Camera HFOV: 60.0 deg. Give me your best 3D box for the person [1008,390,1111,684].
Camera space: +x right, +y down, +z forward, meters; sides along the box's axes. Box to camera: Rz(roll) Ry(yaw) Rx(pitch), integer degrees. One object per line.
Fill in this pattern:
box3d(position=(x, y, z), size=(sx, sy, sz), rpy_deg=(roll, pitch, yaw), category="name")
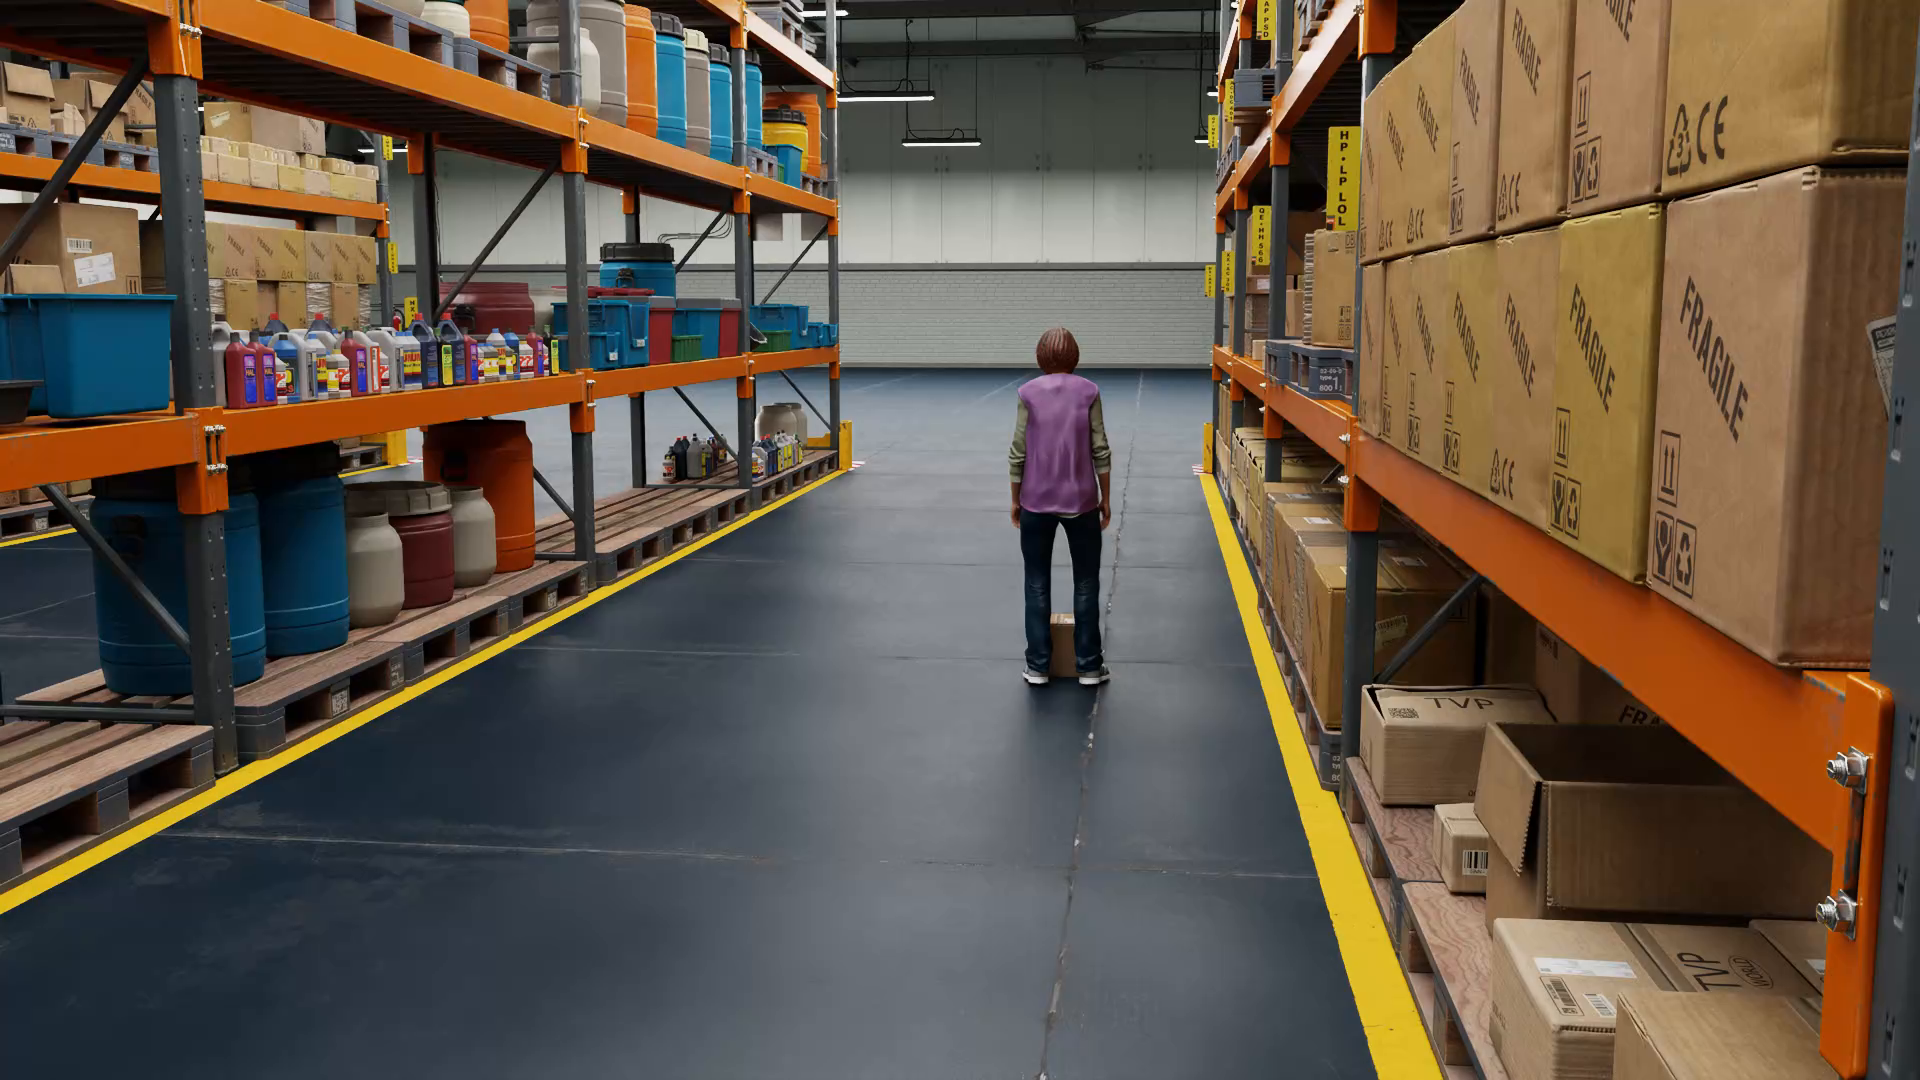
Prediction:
box3d(position=(0.445, -0.026, 7.419), size=(0.459, 1.352, 0.324), rpy_deg=(1, 8, 5), category="person")
